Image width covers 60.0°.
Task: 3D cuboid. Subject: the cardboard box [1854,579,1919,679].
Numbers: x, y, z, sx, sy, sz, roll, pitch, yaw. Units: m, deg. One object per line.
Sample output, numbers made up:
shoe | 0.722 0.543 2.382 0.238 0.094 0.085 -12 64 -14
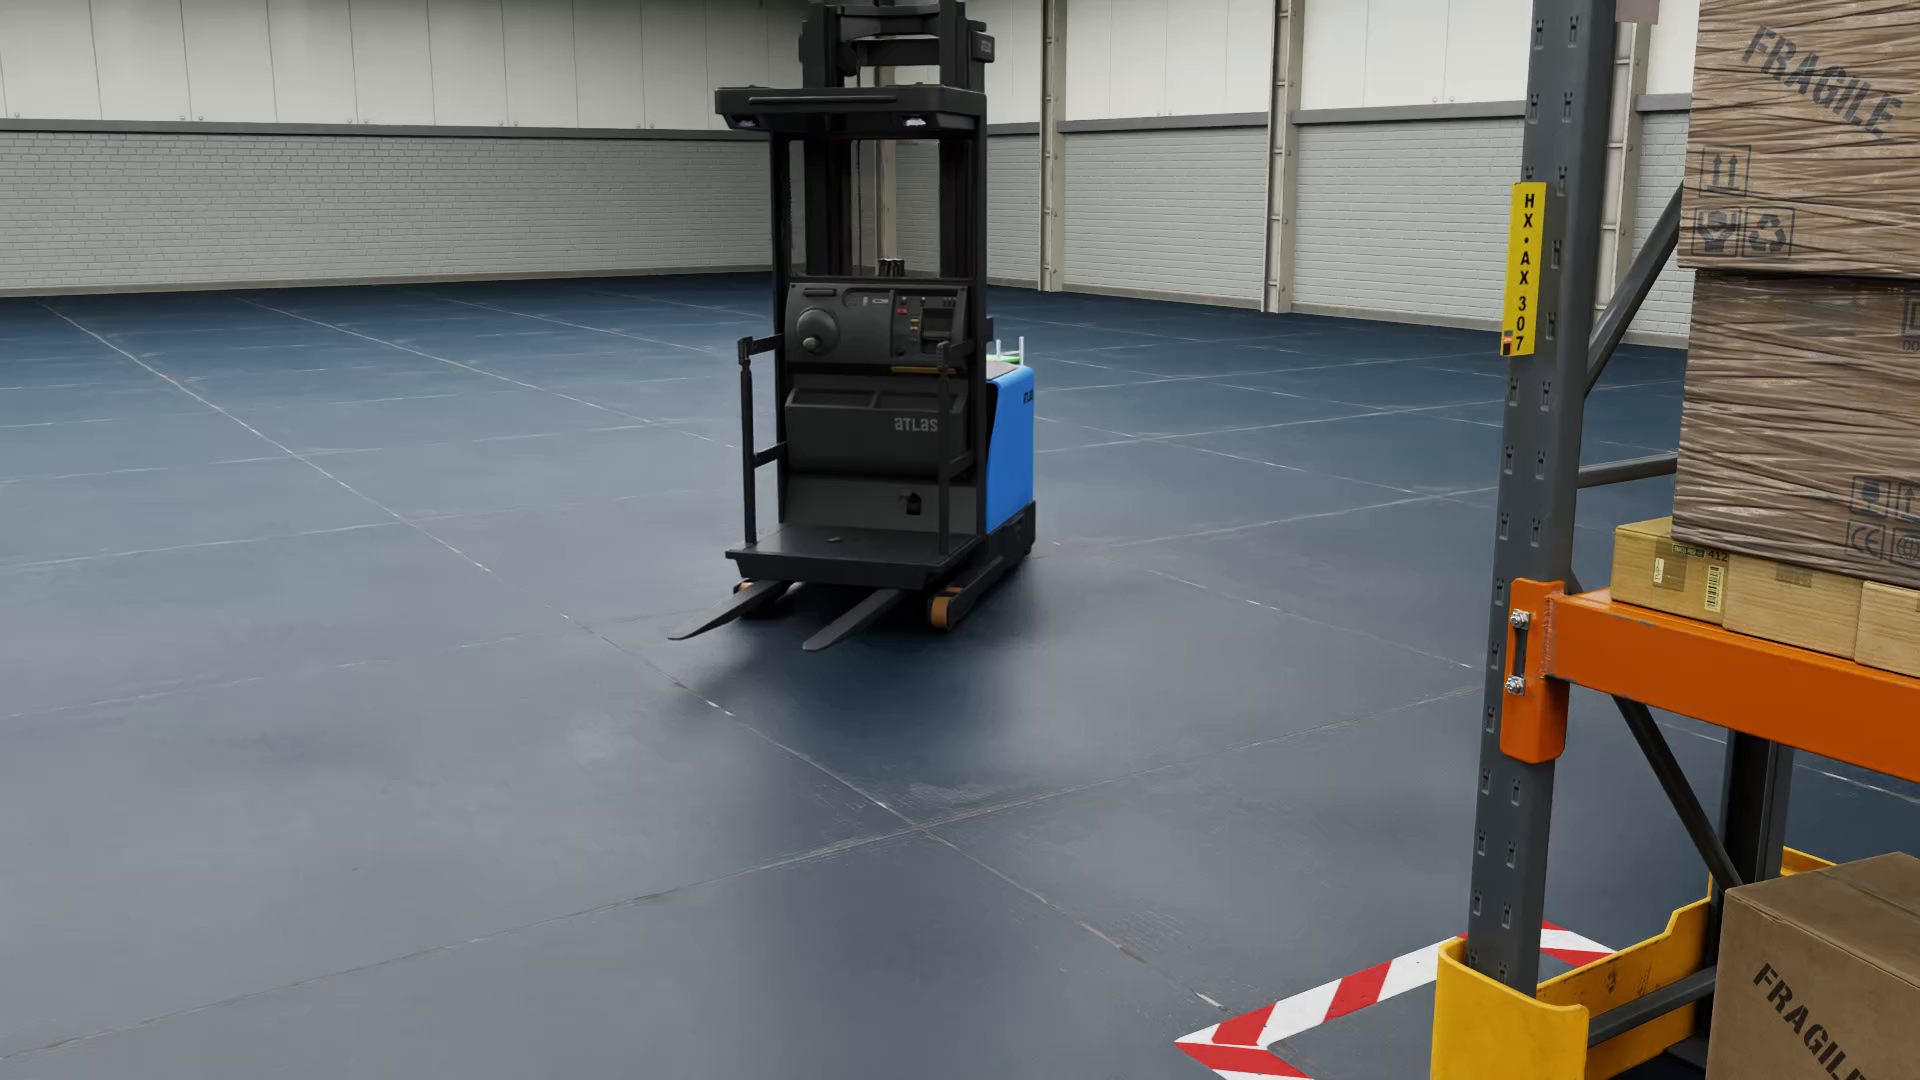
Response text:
cardboard box | 1.737 0.137 2.801 0.380 0.149 0.250 -8 15 -33

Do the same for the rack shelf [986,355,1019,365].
rack shelf | 0.098 -1.009 9.721 0.480 0.148 0.258 10 16 38

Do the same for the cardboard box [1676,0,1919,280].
cardboard box | 1.607 -0.710 2.816 0.500 0.500 0.500 -8 15 -33

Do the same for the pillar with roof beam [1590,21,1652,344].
pillar with roof beam | 4.775 -6.449 18.290 9.100 9.000 0.400 -8 15 -33

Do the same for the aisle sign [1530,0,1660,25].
aisle sign | 1.245 -1.403 3.170 0.394 0.787 0.004 -8 15 -33

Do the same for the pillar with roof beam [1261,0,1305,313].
pillar with roof beam | 1.451 -7.517 23.170 9.100 9.000 0.400 -8 15 -33

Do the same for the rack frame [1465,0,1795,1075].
rack frame | 1.529 -0.157 3.560 1.000 3.000 0.127 -8 15 -33

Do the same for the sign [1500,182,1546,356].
sign | 1.077 -0.516 3.174 0.100 0.325 0.005 -8 15 -33

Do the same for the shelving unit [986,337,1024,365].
shelving unit | 0.098 -0.603 9.810 0.503 1.200 0.258 10 16 38

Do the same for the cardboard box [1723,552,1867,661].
cardboard box | 1.611 0.091 3.012 0.380 0.149 0.250 -8 15 -33

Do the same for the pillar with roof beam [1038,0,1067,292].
pillar with roof beam | -1.873 -8.584 28.049 9.100 9.000 0.400 -8 15 -33

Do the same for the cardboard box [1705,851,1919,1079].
cardboard box | 1.861 0.972 3.265 0.500 0.500 0.500 -5 13 -22

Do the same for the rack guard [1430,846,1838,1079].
rack guard | 1.571 1.077 3.765 1.175 0.500 0.348 -8 15 -33

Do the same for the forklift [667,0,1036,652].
forklift | -0.476 -1.095 8.008 1.130 2.935 3.031 4 13 16

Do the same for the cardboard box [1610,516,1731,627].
cardboard box | 1.488 0.044 3.226 0.380 0.149 0.250 -8 15 -33

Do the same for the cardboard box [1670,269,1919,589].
cardboard box | 1.811 -0.250 3.055 0.875 0.500 0.500 -8 15 -33

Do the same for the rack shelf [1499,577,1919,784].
rack shelf | 2.637 0.550 2.010 1.077 0.370 4.000 -8 15 -33

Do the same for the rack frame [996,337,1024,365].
rack frame | 0.288 -0.570 9.660 0.015 1.200 0.240 10 16 38

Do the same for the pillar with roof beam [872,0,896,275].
pillar with roof beam | -5.198 -9.651 32.929 9.100 9.000 0.400 -8 15 -33
